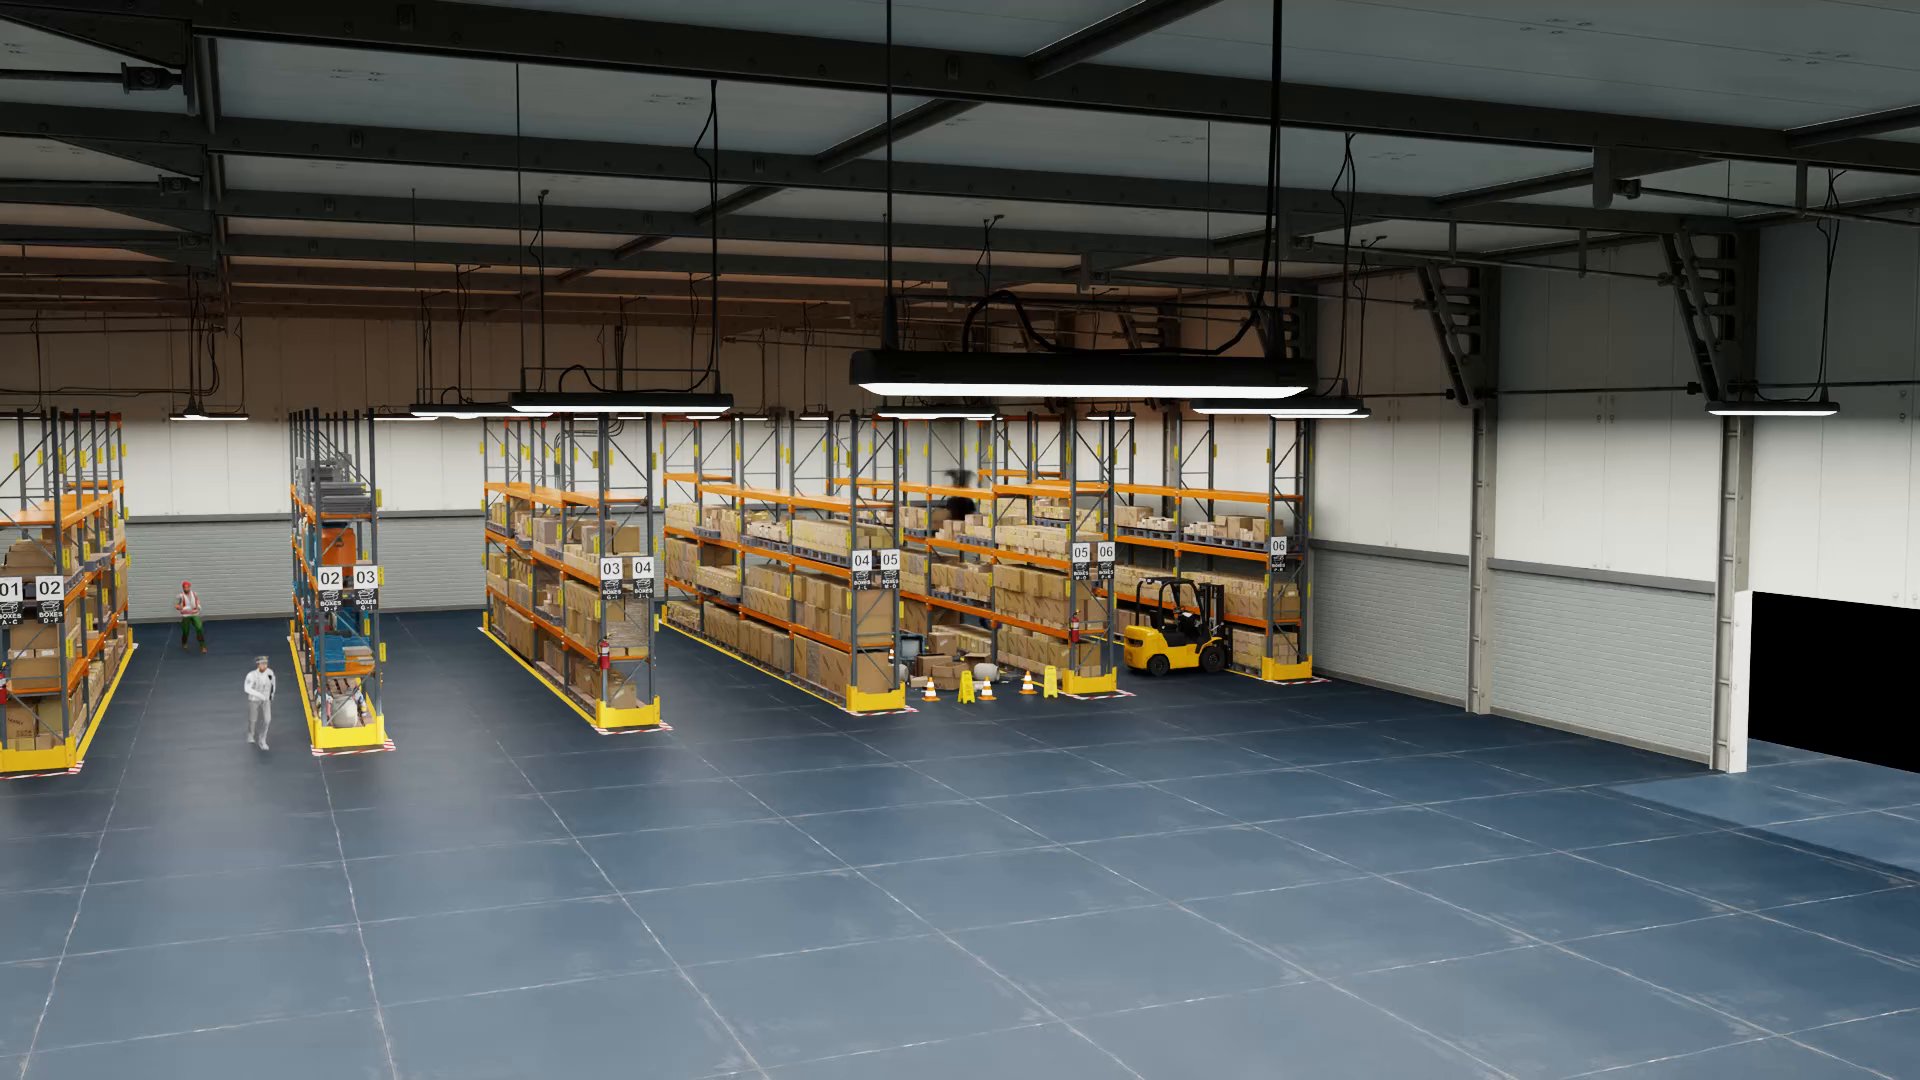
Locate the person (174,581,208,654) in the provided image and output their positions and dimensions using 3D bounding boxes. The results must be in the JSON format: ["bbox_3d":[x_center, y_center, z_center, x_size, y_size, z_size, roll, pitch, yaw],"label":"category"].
[{"bbox_3d":[-19.253,1.920,41.506,0.657,1.793,0.972,-3,5,-39],"label":"person"}]

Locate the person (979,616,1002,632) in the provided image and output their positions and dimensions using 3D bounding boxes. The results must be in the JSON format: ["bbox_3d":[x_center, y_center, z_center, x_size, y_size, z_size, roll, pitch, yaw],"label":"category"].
[{"bbox_3d":[0.810,1.828,44.501,0.599,1.597,0.932,-3,5,-33],"label":"person"}]

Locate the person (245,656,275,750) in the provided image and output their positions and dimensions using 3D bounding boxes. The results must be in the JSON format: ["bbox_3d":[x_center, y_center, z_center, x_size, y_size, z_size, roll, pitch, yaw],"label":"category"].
[{"bbox_3d":[-12.373,2.865,29.395,0.585,1.687,0.847,-3,5,-36],"label":"person"}]

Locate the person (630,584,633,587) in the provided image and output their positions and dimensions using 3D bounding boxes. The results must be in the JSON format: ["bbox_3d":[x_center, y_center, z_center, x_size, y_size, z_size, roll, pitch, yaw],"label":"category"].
[{"bbox_3d":[-8.760,1.878,44.038,0.598,1.604,0.959,-3,5,-37],"label":"person"}]
